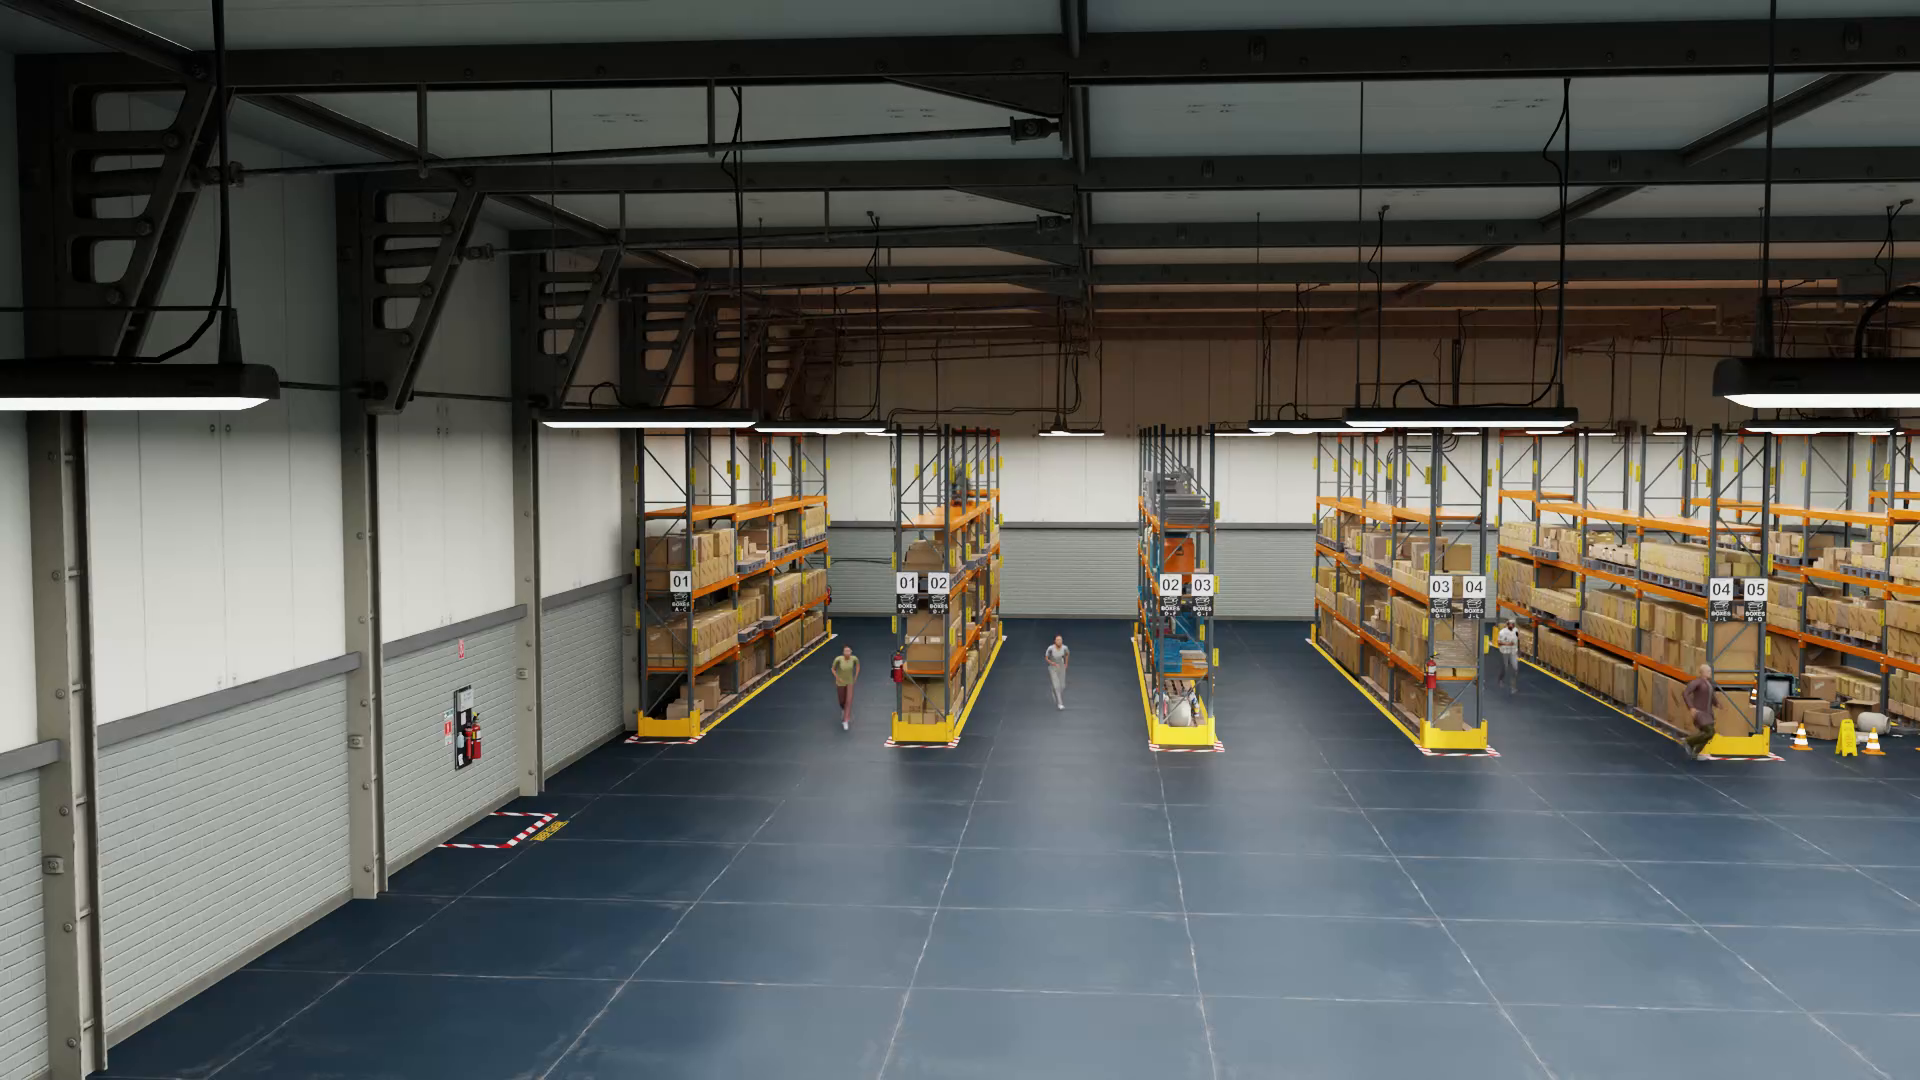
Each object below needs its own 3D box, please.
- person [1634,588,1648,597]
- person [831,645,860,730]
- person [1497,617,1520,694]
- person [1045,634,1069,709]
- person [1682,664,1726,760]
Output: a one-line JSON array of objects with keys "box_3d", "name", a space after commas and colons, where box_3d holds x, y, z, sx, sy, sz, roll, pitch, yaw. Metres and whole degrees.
[{"box_3d": [19.380, 2.005, 47.173, 0.663, 1.745, 0.720, 1, 4, 14], "name": "person"}, {"box_3d": [-2.284, 2.893, 33.207, 0.579, 1.658, 1.059, 0, 3, -6], "name": "person"}, {"box_3d": [12.440, 2.591, 37.749, 0.601, 1.731, 0.918, 0, 4, -7], "name": "person"}, {"box_3d": [2.059, 2.778, 35.300, 0.548, 1.606, 0.711, 0, 4, -7], "name": "person"}, {"box_3d": [13.180, 3.062, 29.441, 0.700, 1.722, 0.671, -3, 4, -38], "name": "person"}]
